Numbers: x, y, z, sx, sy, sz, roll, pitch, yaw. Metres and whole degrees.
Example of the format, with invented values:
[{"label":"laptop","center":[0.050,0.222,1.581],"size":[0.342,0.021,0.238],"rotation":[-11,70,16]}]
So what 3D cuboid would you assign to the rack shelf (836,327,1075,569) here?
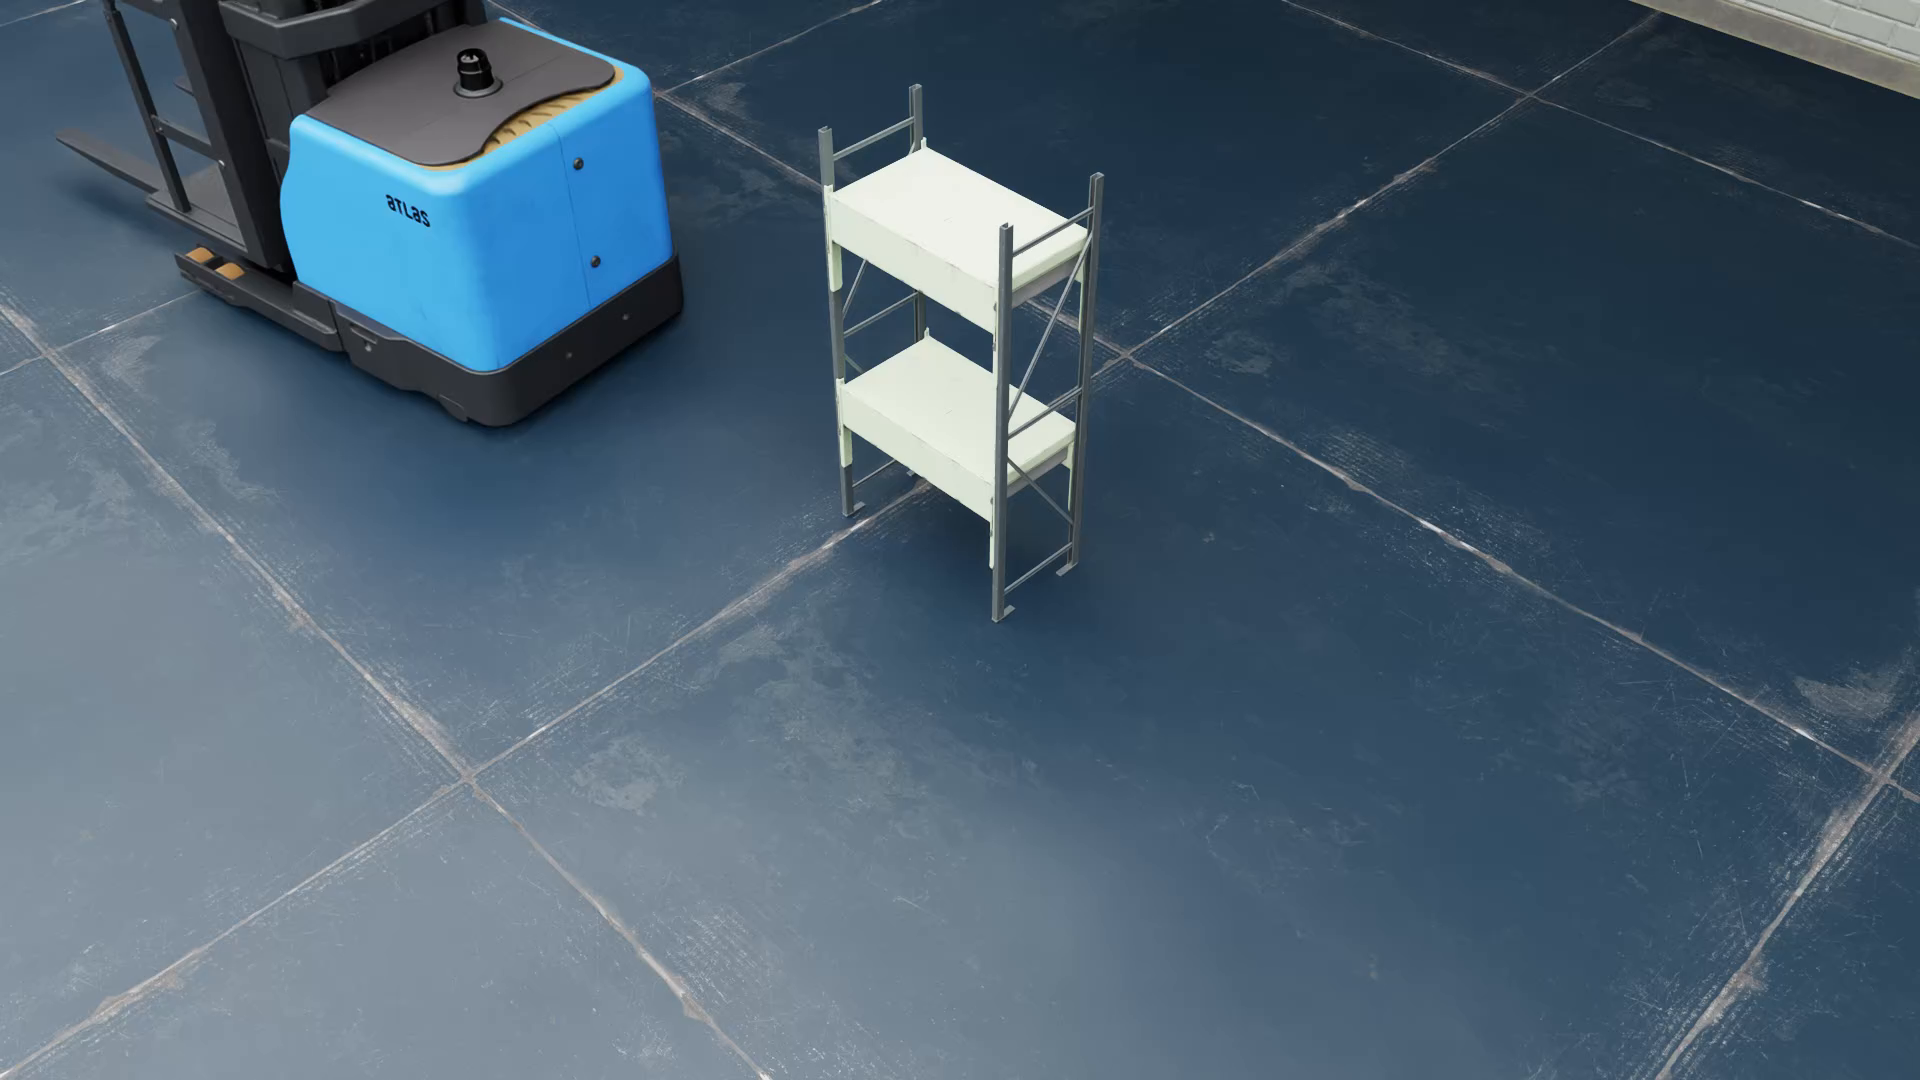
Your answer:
[{"label":"rack shelf","center":[-0.005,-0.315,5.466],"size":[0.431,0.370,0.720],"rotation":[-34,53,-31]}]

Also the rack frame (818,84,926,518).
[{"label":"rack frame","center":[-0.263,-0.730,5.435],"size":[0.400,1.500,0.023],"rotation":[-34,53,-31]}]

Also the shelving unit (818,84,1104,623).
[{"label":"shelving unit","center":[-0.005,-0.554,5.244],"size":[0.431,1.500,0.755],"rotation":[-34,53,-31]}]

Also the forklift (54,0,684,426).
[{"label":"forklift","center":[-2.599,-2.301,6.080],"size":[3.031,2.935,1.130],"rotation":[26,49,25]}]

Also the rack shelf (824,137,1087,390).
[{"label":"rack shelf","center":[-0.005,-0.841,4.980],"size":[0.431,0.370,0.720],"rotation":[-34,53,-31]}]

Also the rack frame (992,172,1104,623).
[{"label":"rack frame","center":[0.254,-0.378,5.054],"size":[0.400,1.500,0.023],"rotation":[-34,53,-31]}]
